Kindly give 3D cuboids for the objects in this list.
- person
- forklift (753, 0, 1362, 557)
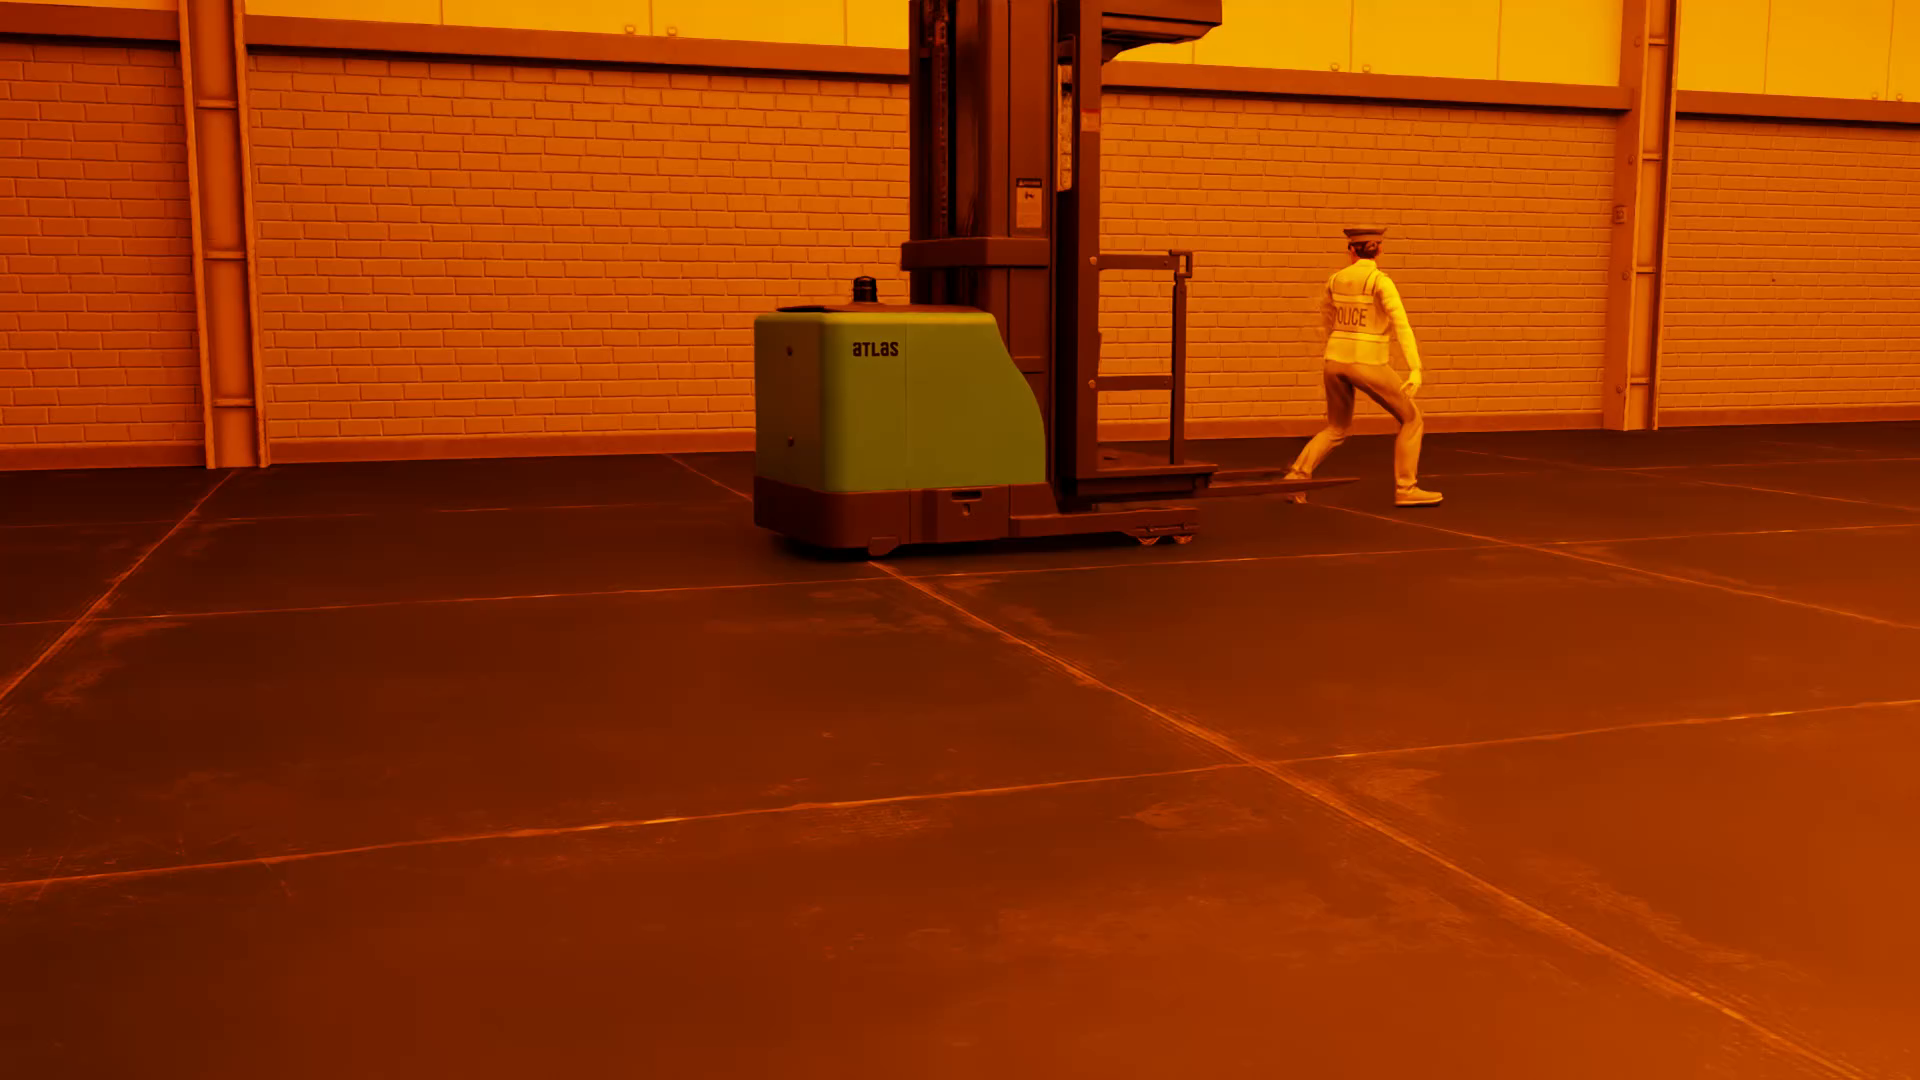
[{"bbox_3d":[2.277,-0.939,9.268,0.701,1.633,0.772,-5,9,-35],"label":"person"},{"bbox_3d":[0.567,-1.493,8.023,3.031,2.935,1.130,-4,9,-26],"label":"forklift"}]
